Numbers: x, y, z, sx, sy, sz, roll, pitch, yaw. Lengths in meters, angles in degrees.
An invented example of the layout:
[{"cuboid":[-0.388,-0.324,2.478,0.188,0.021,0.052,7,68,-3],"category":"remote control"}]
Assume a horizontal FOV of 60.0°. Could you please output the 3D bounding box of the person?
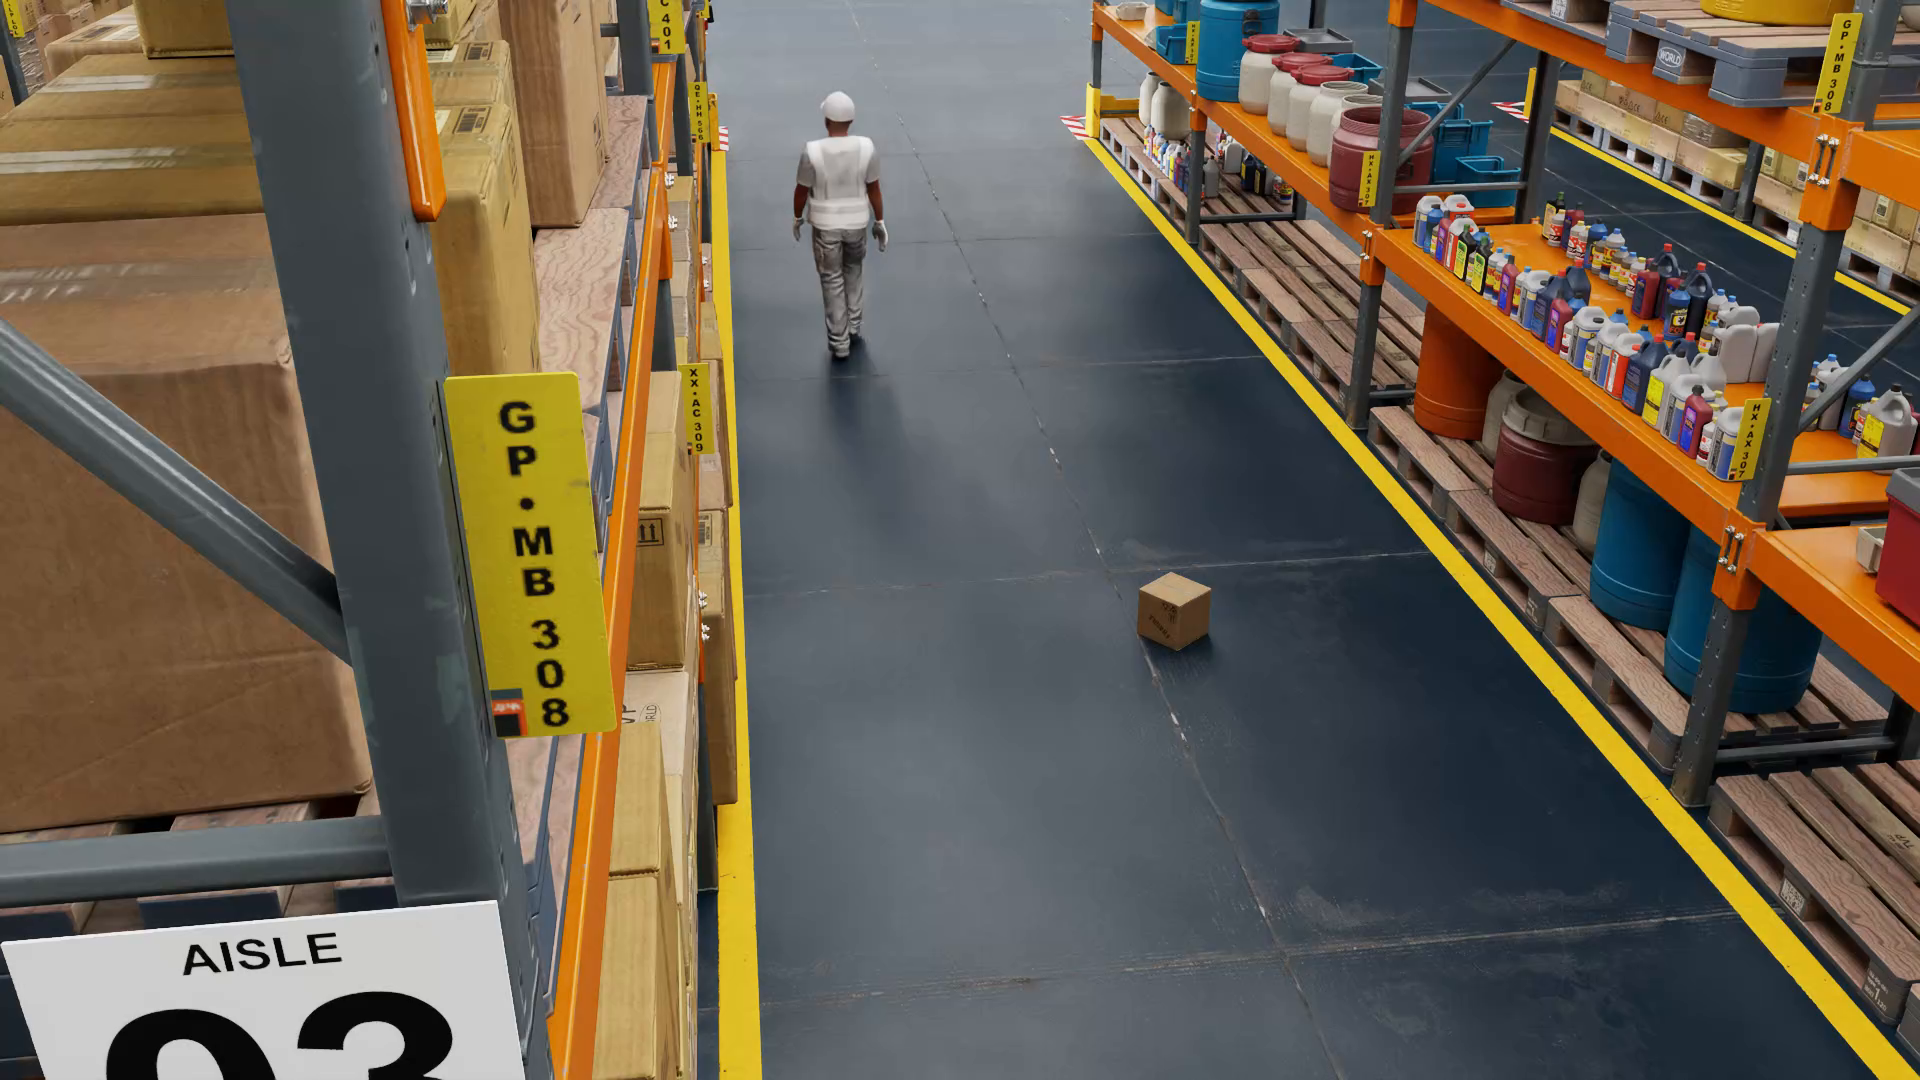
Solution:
[{"cuboid":[-0.839,-2.142,11.352,0.602,1.847,0.626,-9,28,-16],"category":"person"}]
